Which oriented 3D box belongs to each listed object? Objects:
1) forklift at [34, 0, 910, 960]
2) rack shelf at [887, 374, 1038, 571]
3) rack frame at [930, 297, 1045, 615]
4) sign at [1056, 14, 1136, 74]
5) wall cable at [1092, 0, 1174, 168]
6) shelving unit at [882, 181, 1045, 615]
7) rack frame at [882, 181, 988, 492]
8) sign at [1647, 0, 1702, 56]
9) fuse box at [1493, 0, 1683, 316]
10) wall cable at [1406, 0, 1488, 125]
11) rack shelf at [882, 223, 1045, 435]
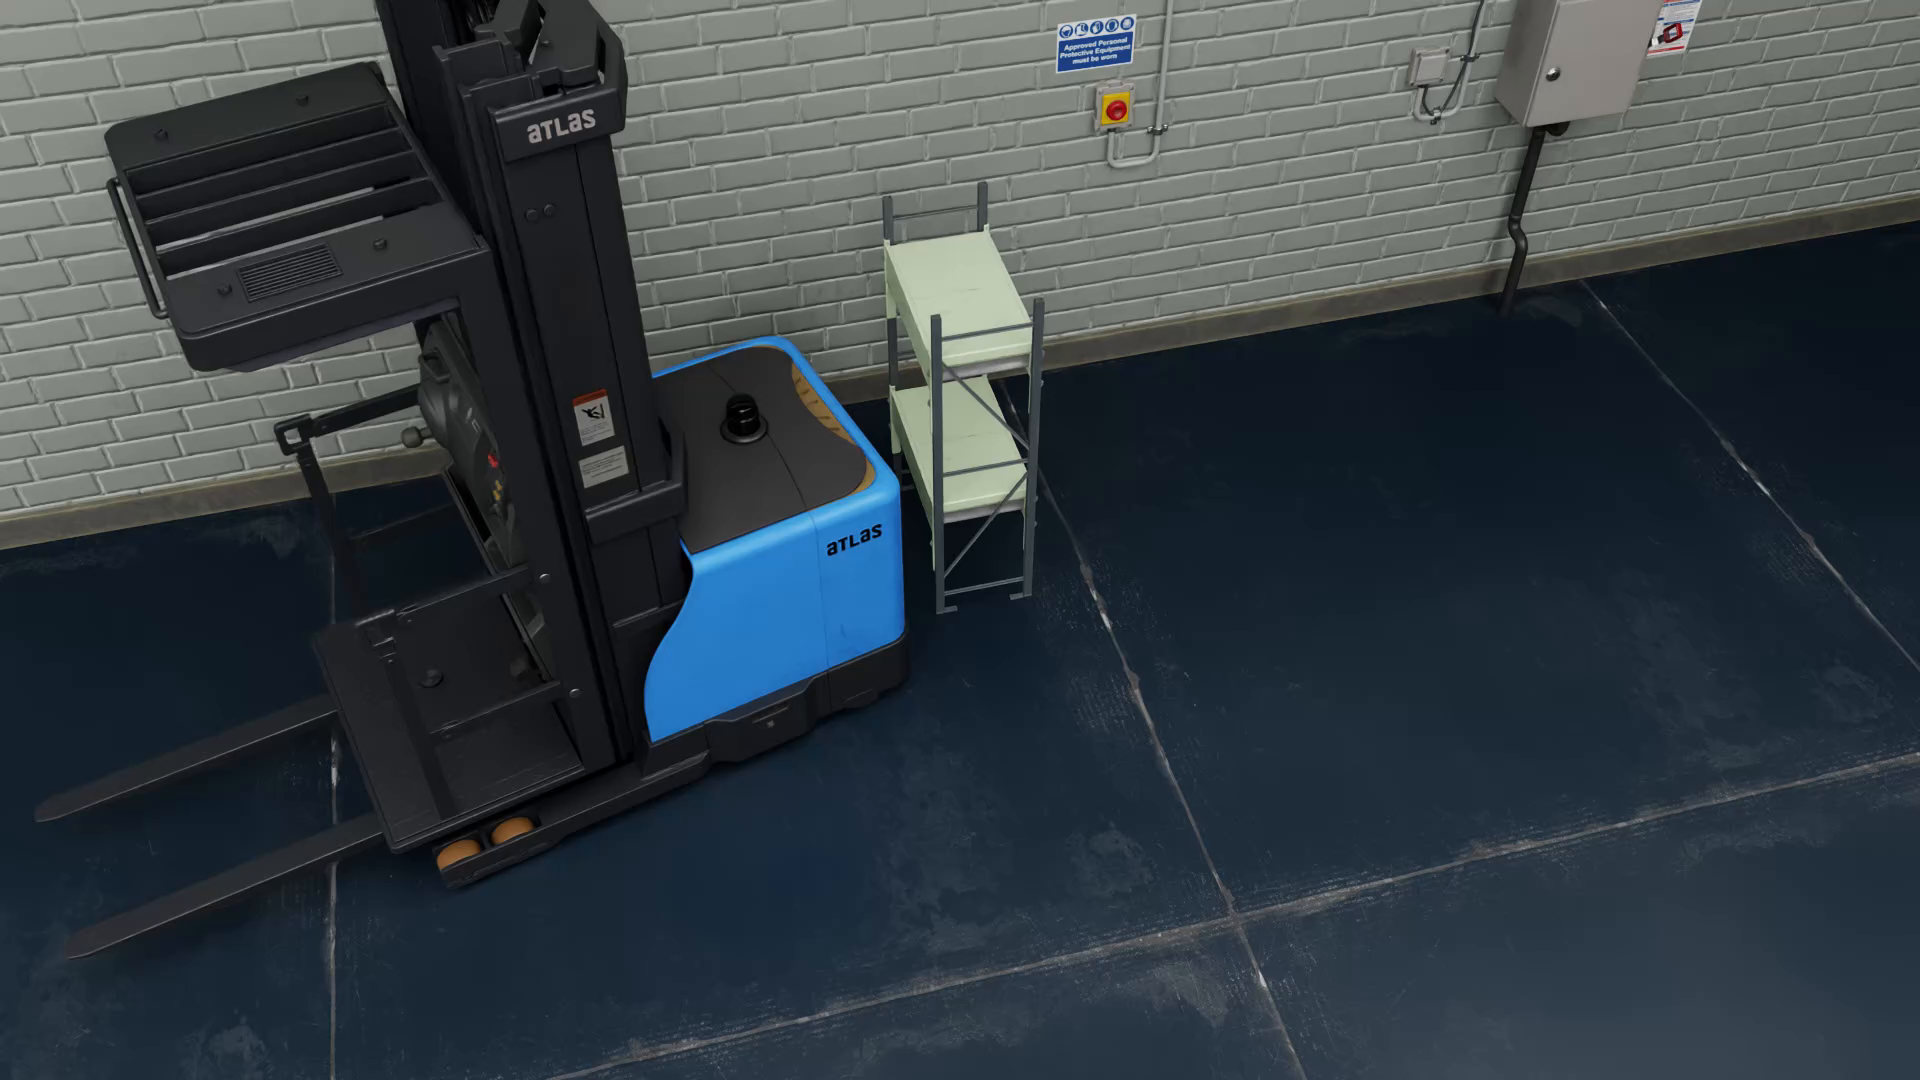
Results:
[{"bbox_3d":[-1.731,-0.253,5.197,3.031,2.935,1.130,-22,49,-20],"label":"forklift"},{"bbox_3d":[0.002,-0.292,6.693,0.431,0.370,0.720,-11,47,-10],"label":"rack shelf"},{"bbox_3d":[0.095,-0.268,6.213,0.400,1.500,0.023,-11,47,-10],"label":"rack frame"},{"bbox_3d":[0.544,-1.986,6.658,0.327,0.218,0.001,-11,47,-10],"label":"sign"},{"bbox_3d":[0.606,-2.225,6.347,0.585,1.953,0.123,-11,47,-10],"label":"wall cable"},{"bbox_3d":[0.002,-0.520,6.461,0.431,1.500,0.755,-11,47,-10],"label":"shelving unit"},{"bbox_3d":[-0.092,-0.773,6.708,0.400,1.500,0.023,-11,47,-10],"label":"rack frame"},{"bbox_3d":[3.098,-2.341,7.262,0.329,0.494,0.001,-11,47,-10],"label":"sign"},{"bbox_3d":[2.674,-1.690,7.459,0.539,1.711,0.414,-11,47,-10],"label":"fuse box"},{"bbox_3d":[1.974,-2.481,6.621,0.588,1.984,0.122,-11,47,-10],"label":"wall cable"},{"bbox_3d":[0.002,-0.793,6.182,0.431,0.370,0.720,-11,47,-10],"label":"rack shelf"}]
